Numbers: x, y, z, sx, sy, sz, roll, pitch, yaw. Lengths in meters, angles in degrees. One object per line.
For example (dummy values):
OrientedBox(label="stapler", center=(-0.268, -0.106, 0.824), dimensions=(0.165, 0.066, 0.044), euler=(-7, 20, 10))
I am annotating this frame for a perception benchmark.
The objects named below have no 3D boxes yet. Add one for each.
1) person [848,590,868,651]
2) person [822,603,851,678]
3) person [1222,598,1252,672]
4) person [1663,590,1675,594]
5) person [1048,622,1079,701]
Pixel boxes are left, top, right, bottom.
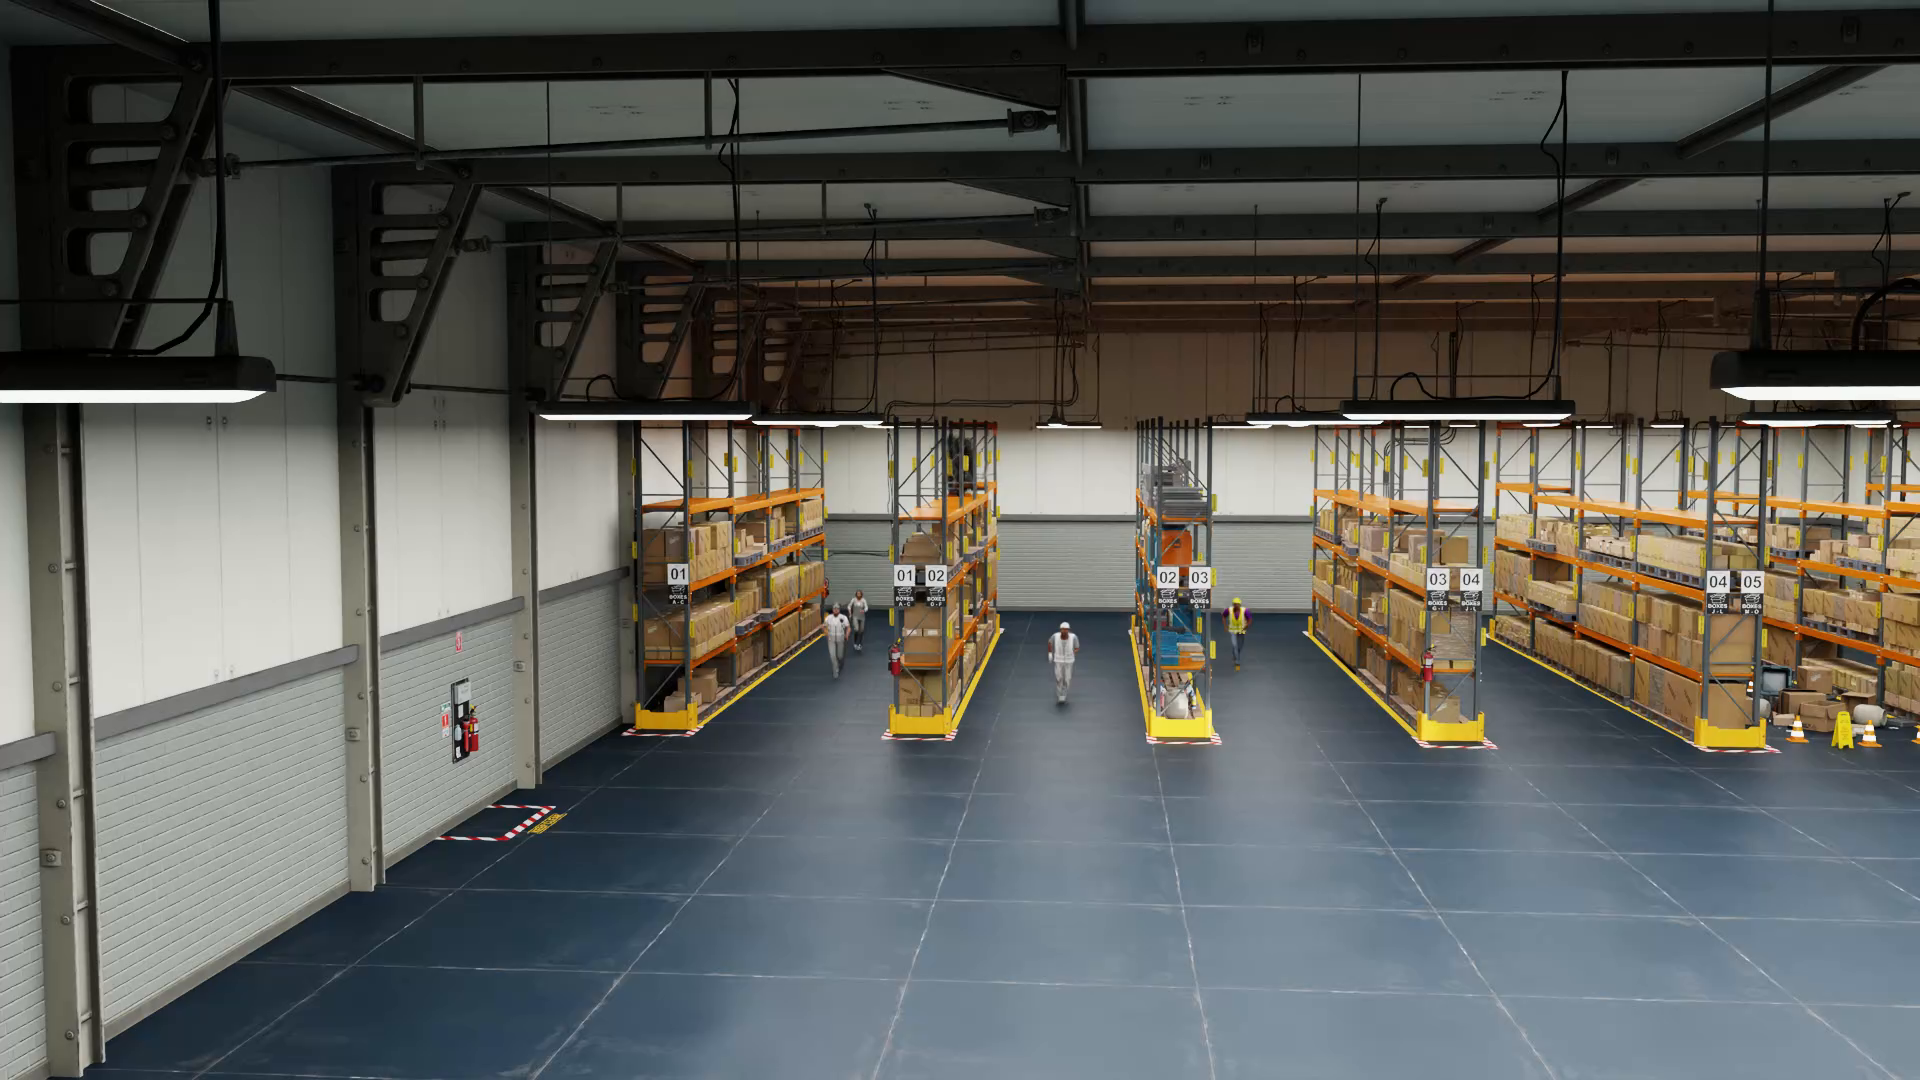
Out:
OrientedBox(label="person", center=(-2.651, 2.088, 43.394), dimensions=(0.506, 1.592, 0.662), euler=(-1, 4, -11))
OrientedBox(label="person", center=(-2.893, 2.325, 38.901), dimensions=(0.664, 1.749, 0.632), euler=(0, 4, -1))
OrientedBox(label="person", center=(6.680, 2.245, 40.110), dimensions=(0.700, 1.752, 1.115), euler=(0, 4, 3))
OrientedBox(label="person", center=(20.119, 1.787, 47.182), dimensions=(0.956, 1.693, 0.723), euler=(1, 4, 16))
OrientedBox(label="person", center=(2.184, 2.564, 34.938), dimensions=(0.640, 1.695, 0.729), euler=(0, 4, -3))
